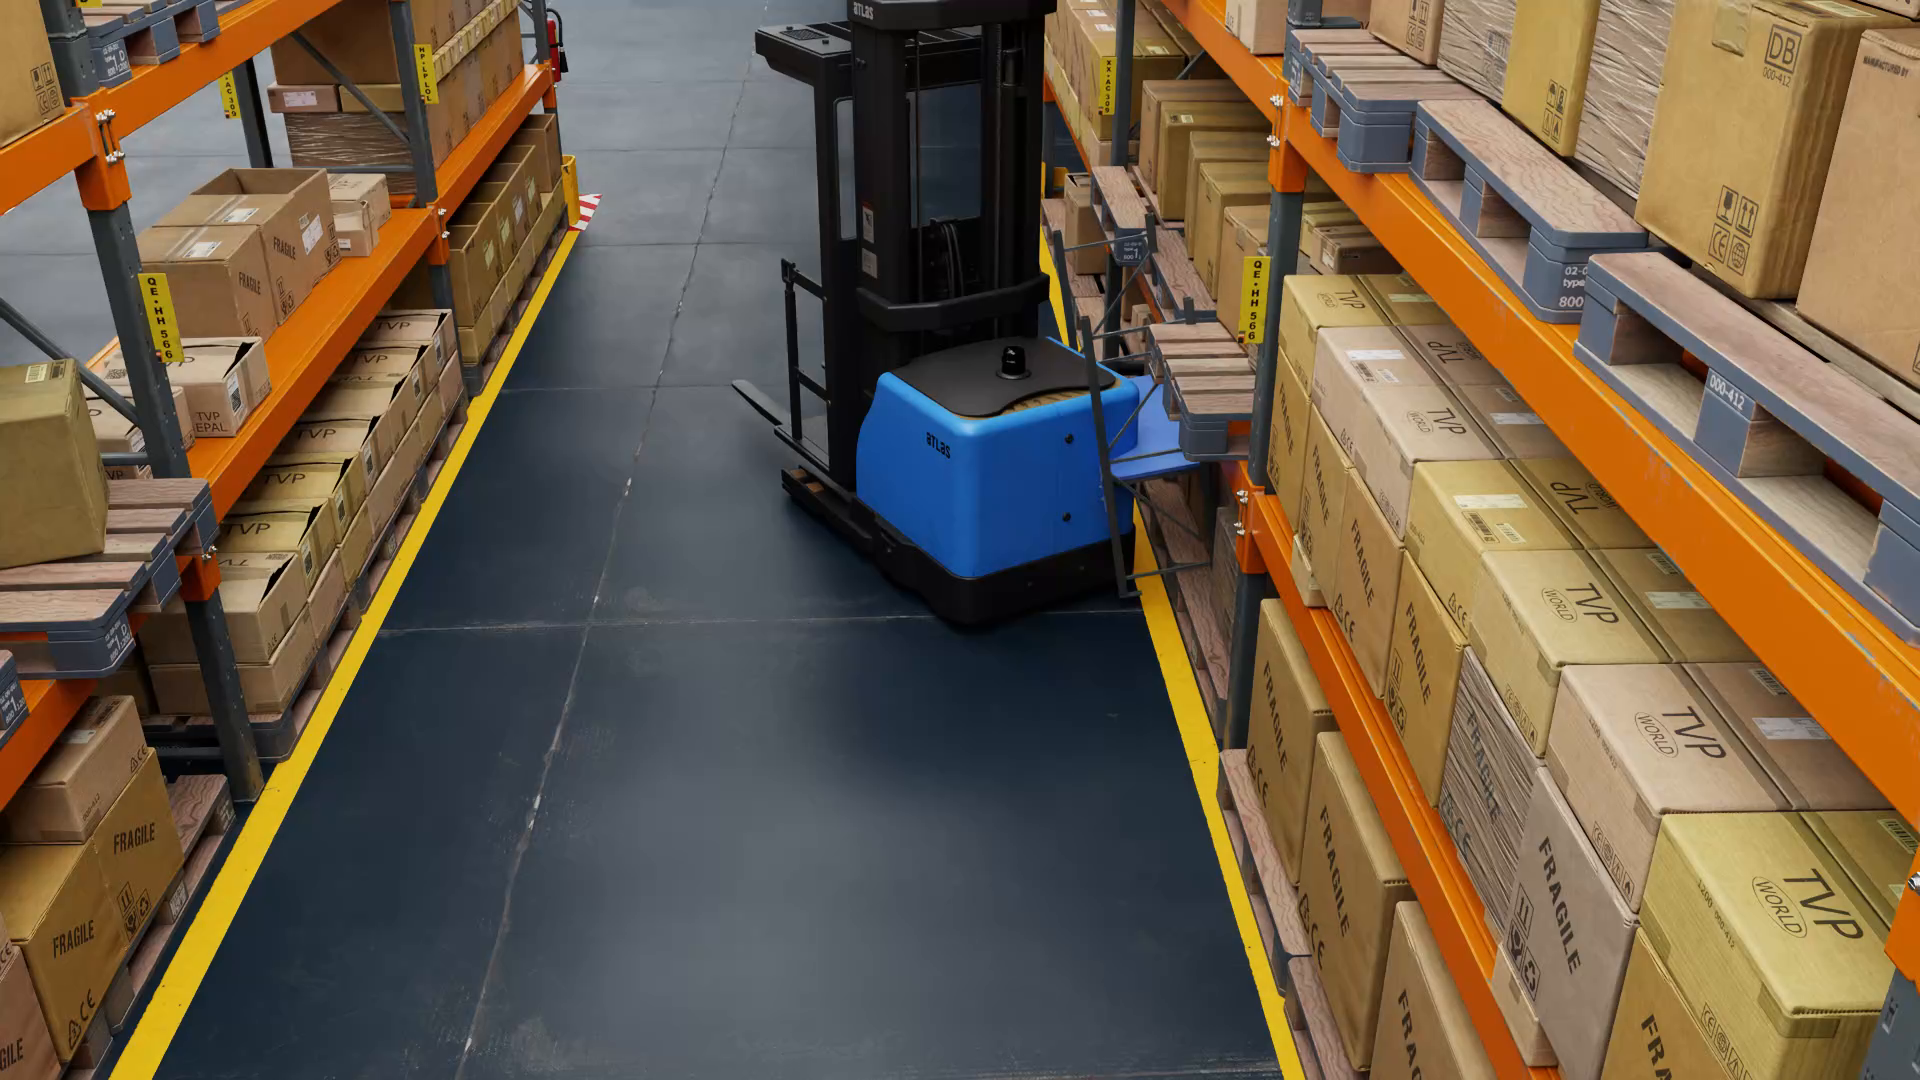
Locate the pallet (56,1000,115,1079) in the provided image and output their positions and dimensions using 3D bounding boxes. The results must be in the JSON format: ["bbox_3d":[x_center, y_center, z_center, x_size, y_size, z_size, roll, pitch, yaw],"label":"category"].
[{"bbox_3d":[-3.281,1.863,4.949,1.003,0.211,1.213,-1,28,-3],"label":"pallet"}]

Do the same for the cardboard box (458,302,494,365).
[{"bbox_3d":[-3.273,-1.317,10.550,0.500,0.250,0.500,-1,28,-3],"label":"cardboard box"}]

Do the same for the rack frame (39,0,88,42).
[{"bbox_3d":[-3.343,-2.941,4.657,1.000,3.000,0.127,-1,28,-3],"label":"rack frame"}]

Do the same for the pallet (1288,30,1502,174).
[{"bbox_3d":[1.691,-1.352,5.060,1.213,0.211,1.003,0,28,0],"label":"pallet"}]

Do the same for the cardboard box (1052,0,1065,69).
[{"bbox_3d":[0.948,-3.677,11.885,0.500,0.500,0.500,-2,28,-4],"label":"cardboard box"}]

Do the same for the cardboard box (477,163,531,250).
[{"bbox_3d":[-3.344,-2.342,11.705,0.500,0.500,0.500,-1,28,-3],"label":"cardboard box"}]

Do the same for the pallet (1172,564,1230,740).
[{"bbox_3d":[1.565,0.473,7.614,1.003,0.211,1.213,-1,28,-3],"label":"pallet"}]

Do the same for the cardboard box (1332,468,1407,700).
[{"bbox_3d":[1.417,0.115,4.835,0.500,0.500,0.500,-2,28,-3],"label":"cardboard box"}]

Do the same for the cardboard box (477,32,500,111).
[{"bbox_3d":[-3.696,-3.332,11.787,0.700,0.500,0.500,-1,28,-2],"label":"cardboard box"}]

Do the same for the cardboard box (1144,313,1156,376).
[{"bbox_3d":[1.450,-0.997,9.645,0.700,0.500,0.500,0,28,-1],"label":"cardboard box"}]

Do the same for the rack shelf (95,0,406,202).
[{"bbox_3d":[-3.447,-2.215,7.288,1.077,0.370,4.000,-1,28,-3],"label":"rack shelf"}]

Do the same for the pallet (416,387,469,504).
[{"bbox_3d":[-3.474,-0.552,9.581,1.003,0.211,1.213,-1,28,-3],"label":"pallet"}]

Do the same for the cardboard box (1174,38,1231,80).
[{"bbox_3d":[1.579,-2.746,10.102,0.500,0.500,0.500,-2,28,-4],"label":"cardboard box"}]

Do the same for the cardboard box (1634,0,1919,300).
[{"bbox_3d":[1.783,-0.789,3.191,0.700,0.500,0.500,-2,28,-4],"label":"cardboard box"}]

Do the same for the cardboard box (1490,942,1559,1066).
[{"bbox_3d":[1.435,1.041,3.760,0.380,0.149,0.250,-1,28,-3],"label":"cardboard box"}]

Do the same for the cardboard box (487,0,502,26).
[{"bbox_3d":[-3.511,-3.780,11.945,0.380,0.149,0.250,-1,28,-2],"label":"cardboard box"}]

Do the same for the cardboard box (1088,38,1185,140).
[{"bbox_3d":[1.062,-2.735,10.080,0.500,0.500,0.500,-1,28,-3],"label":"cardboard box"}]

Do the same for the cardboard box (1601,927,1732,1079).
[{"bbox_3d":[1.537,1.053,3.036,0.500,0.500,0.500,-2,28,-3],"label":"cardboard box"}]

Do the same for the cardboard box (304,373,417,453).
[{"bbox_3d":[-3.187,-0.693,8.748,0.500,0.311,0.500,-1,28,-3],"label":"cardboard box"}]

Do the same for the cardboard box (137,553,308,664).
[{"bbox_3d":[-3.077,0.255,6.931,0.500,0.311,0.500,0,28,-1],"label":"cardboard box"}]

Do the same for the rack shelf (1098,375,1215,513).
[{"bbox_3d":[0.889,-0.509,8.186,0.538,0.185,1.000,-10,32,2],"label":"rack shelf"}]

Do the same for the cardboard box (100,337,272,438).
[{"bbox_3d":[-3.196,-0.659,6.866,0.500,0.311,0.500,-2,28,-3],"label":"cardboard box"}]

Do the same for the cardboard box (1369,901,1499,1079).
[{"bbox_3d":[1.600,1.505,4.492,0.750,0.750,0.750,-1,28,-1],"label":"cardboard box"}]

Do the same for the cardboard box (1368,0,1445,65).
[{"bbox_3d":[1.686,-1.753,5.040,0.700,0.500,0.500,-3,28,-7],"label":"cardboard box"}]

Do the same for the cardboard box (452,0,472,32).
[{"bbox_3d":[-3.660,-3.648,10.989,0.700,0.500,0.500,-1,28,-3],"label":"cardboard box"}]

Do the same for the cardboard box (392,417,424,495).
[{"bbox_3d":[-3.189,-0.441,8.871,0.500,0.250,0.500,-1,28,-2],"label":"cardboard box"}]

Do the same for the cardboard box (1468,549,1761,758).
[{"bbox_3d":[1.489,0.246,3.772,0.500,0.250,0.500,-1,28,-2],"label":"cardboard box"}]

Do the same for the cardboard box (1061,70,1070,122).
[{"bbox_3d":[0.981,-3.098,11.586,0.500,0.250,0.500,-1,28,-2],"label":"cardboard box"}]

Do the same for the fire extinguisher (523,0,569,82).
[{"bbox_3d":[-3.303,-4.007,13.272,0.296,0.674,0.183,-1,28,-3],"label":"fire extinguisher"}]

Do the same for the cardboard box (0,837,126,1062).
[{"bbox_3d":[-3.033,1.298,5.246,0.500,0.500,0.500,-2,28,-5],"label":"cardboard box"}]

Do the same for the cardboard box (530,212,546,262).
[{"bbox_3d":[-3.371,-2.240,12.321,0.500,0.250,0.500,-1,28,-3],"label":"cardboard box"}]

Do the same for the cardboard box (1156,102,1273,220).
[{"bbox_3d":[1.410,-1.995,8.747,0.700,0.500,0.500,1,28,3],"label":"cardboard box"}]

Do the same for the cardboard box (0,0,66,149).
[{"bbox_3d":[-3.286,-1.454,4.943,0.910,0.500,0.500,-1,28,-3],"label":"cardboard box"}]

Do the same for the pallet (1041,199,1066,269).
[{"bbox_3d":[1.197,-2.449,13.218,1.003,0.211,1.213,-1,28,-3],"label":"pallet"}]

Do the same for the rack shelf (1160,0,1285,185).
[{"bbox_3d":[1.500,-2.337,7.521,1.077,0.370,4.000,-1,28,-3],"label":"rack shelf"}]

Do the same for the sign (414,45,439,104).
[{"bbox_3d":[-3.010,-2.624,9.371,0.100,0.325,0.005,-1,28,-3],"label":"sign"}]

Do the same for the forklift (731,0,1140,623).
[{"bbox_3d":[-0.324,-1.548,8.548,1.130,2.935,3.031,-16,31,-27],"label":"forklift"}]

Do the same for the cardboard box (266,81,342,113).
[{"bbox_3d":[-3.780,-2.580,9.644,0.380,0.149,0.250,-1,28,-3],"label":"cardboard box"}]

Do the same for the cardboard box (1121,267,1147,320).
[{"bbox_3d":[1.301,-1.814,11.213,0.500,0.500,0.500,-3,28,-7],"label":"cardboard box"}]

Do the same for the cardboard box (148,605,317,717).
[{"bbox_3d":[-3.077,0.503,7.061,0.500,0.250,0.500,-1,28,-3],"label":"cardboard box"}]

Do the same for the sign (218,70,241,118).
[{"bbox_3d":[-4.106,-2.533,9.341,0.100,0.325,0.005,-1,28,-3],"label":"sign"}]

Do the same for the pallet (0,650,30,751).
[{"bbox_3d":[-3.237,0.702,4.367,1.003,0.211,1.213,-1,28,-3],"label":"pallet"}]

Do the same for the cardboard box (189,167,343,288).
[{"bbox_3d":[-3.500,-1.574,8.416,0.500,0.500,0.500,1,28,1],"label":"cardboard box"}]

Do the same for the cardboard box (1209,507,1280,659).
[{"bbox_3d":[1.514,0.180,7.389,0.700,0.500,0.500,-1,28,-2],"label":"cardboard box"}]

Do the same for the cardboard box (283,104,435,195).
[{"bbox_3d":[-3.581,-2.377,9.956,0.700,0.500,0.500,-2,28,-4],"label":"cardboard box"}]

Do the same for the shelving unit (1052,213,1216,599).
[{"bbox_3d":[0.859,-0.658,8.091,0.538,1.500,1.048,-10,32,2],"label":"shelving unit"}]

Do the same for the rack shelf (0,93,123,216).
[{"bbox_3d":[-3.238,-0.368,3.747,1.077,0.370,4.000,-1,28,-3],"label":"rack shelf"}]

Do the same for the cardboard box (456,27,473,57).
[{"bbox_3d":[-3.457,-3.304,11.032,0.380,0.149,0.250,-2,28,-3],"label":"cardboard box"}]

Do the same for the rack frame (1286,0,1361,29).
[{"bbox_3d":[1.604,-3.062,4.890,1.000,3.000,0.127,-1,28,-3],"label":"rack frame"}]

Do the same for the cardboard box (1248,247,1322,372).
[{"bbox_3d":[1.570,-0.858,6.568,0.700,0.500,0.500,-5,28,-9],"label":"cardboard box"}]

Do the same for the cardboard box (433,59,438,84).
[{"bbox_3d":[-3.401,-2.824,10.111,0.380,0.149,0.250,-2,28,-4],"label":"cardboard box"}]
